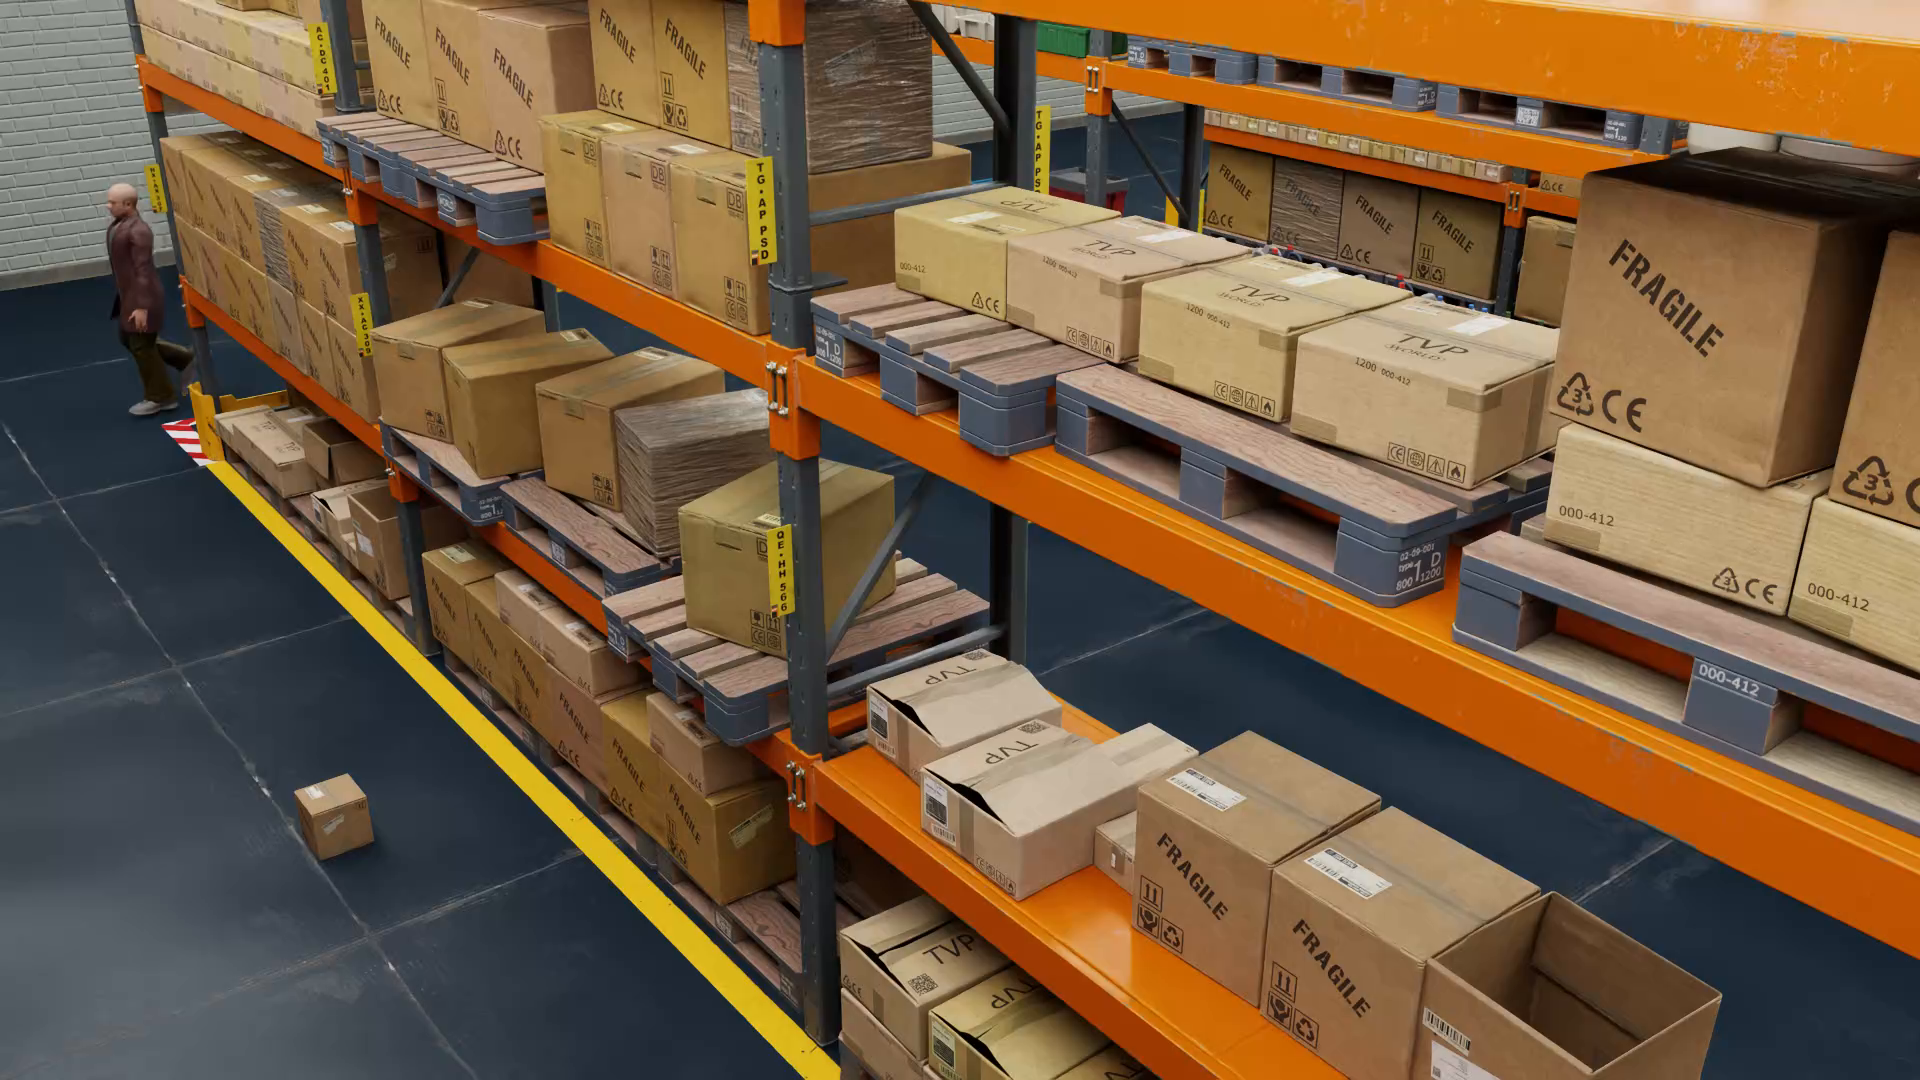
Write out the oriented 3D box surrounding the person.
[{"bbox_3d":[-6.183,-1.859,12.692,0.667,1.755,0.654,-18,30,-34],"label":"person"}]
